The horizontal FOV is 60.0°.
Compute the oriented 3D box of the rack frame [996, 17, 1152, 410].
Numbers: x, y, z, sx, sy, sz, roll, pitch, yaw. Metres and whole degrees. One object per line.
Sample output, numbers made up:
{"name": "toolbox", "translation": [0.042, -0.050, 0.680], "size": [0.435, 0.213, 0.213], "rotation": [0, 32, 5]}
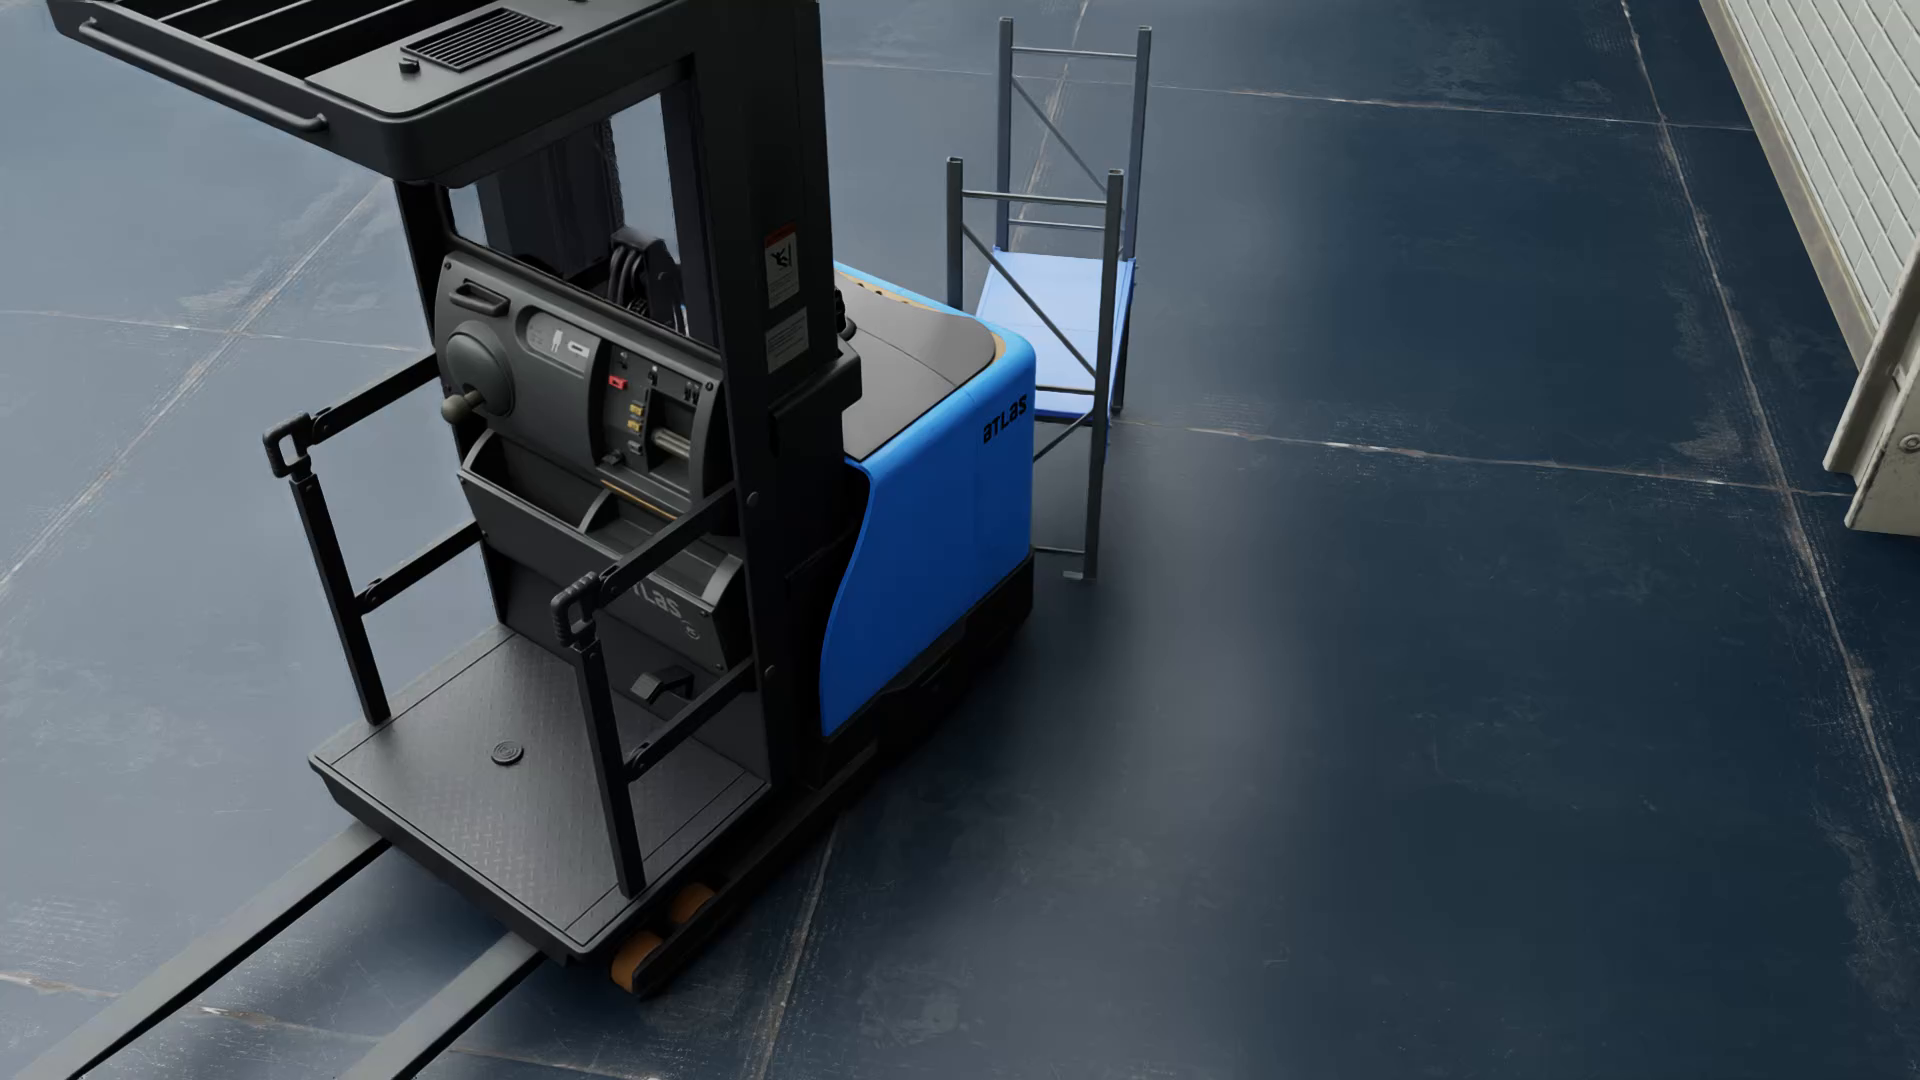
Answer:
{"name": "rack frame", "translation": [0.377, -1.112, 5.918], "size": [0.500, 1.500, 0.032], "rotation": [6, 40, 7]}

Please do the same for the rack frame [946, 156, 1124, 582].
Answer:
{"name": "rack frame", "translation": [0.210, -0.473, 5.145], "size": [0.500, 1.500, 0.032], "rotation": [6, 40, 7]}

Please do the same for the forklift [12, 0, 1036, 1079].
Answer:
{"name": "forklift", "translation": [-1.050, -0.306, 3.820], "size": [1.130, 2.935, 3.031], "rotation": [25, 46, 27]}

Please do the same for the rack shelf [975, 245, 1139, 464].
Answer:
{"name": "rack shelf", "translation": [0.294, -0.654, 5.646], "size": [0.538, 0.185, 1.000], "rotation": [6, 40, 7]}

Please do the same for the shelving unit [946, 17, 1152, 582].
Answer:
{"name": "shelving unit", "translation": [0.294, -0.792, 5.531], "size": [0.538, 1.500, 1.048], "rotation": [6, 40, 7]}
